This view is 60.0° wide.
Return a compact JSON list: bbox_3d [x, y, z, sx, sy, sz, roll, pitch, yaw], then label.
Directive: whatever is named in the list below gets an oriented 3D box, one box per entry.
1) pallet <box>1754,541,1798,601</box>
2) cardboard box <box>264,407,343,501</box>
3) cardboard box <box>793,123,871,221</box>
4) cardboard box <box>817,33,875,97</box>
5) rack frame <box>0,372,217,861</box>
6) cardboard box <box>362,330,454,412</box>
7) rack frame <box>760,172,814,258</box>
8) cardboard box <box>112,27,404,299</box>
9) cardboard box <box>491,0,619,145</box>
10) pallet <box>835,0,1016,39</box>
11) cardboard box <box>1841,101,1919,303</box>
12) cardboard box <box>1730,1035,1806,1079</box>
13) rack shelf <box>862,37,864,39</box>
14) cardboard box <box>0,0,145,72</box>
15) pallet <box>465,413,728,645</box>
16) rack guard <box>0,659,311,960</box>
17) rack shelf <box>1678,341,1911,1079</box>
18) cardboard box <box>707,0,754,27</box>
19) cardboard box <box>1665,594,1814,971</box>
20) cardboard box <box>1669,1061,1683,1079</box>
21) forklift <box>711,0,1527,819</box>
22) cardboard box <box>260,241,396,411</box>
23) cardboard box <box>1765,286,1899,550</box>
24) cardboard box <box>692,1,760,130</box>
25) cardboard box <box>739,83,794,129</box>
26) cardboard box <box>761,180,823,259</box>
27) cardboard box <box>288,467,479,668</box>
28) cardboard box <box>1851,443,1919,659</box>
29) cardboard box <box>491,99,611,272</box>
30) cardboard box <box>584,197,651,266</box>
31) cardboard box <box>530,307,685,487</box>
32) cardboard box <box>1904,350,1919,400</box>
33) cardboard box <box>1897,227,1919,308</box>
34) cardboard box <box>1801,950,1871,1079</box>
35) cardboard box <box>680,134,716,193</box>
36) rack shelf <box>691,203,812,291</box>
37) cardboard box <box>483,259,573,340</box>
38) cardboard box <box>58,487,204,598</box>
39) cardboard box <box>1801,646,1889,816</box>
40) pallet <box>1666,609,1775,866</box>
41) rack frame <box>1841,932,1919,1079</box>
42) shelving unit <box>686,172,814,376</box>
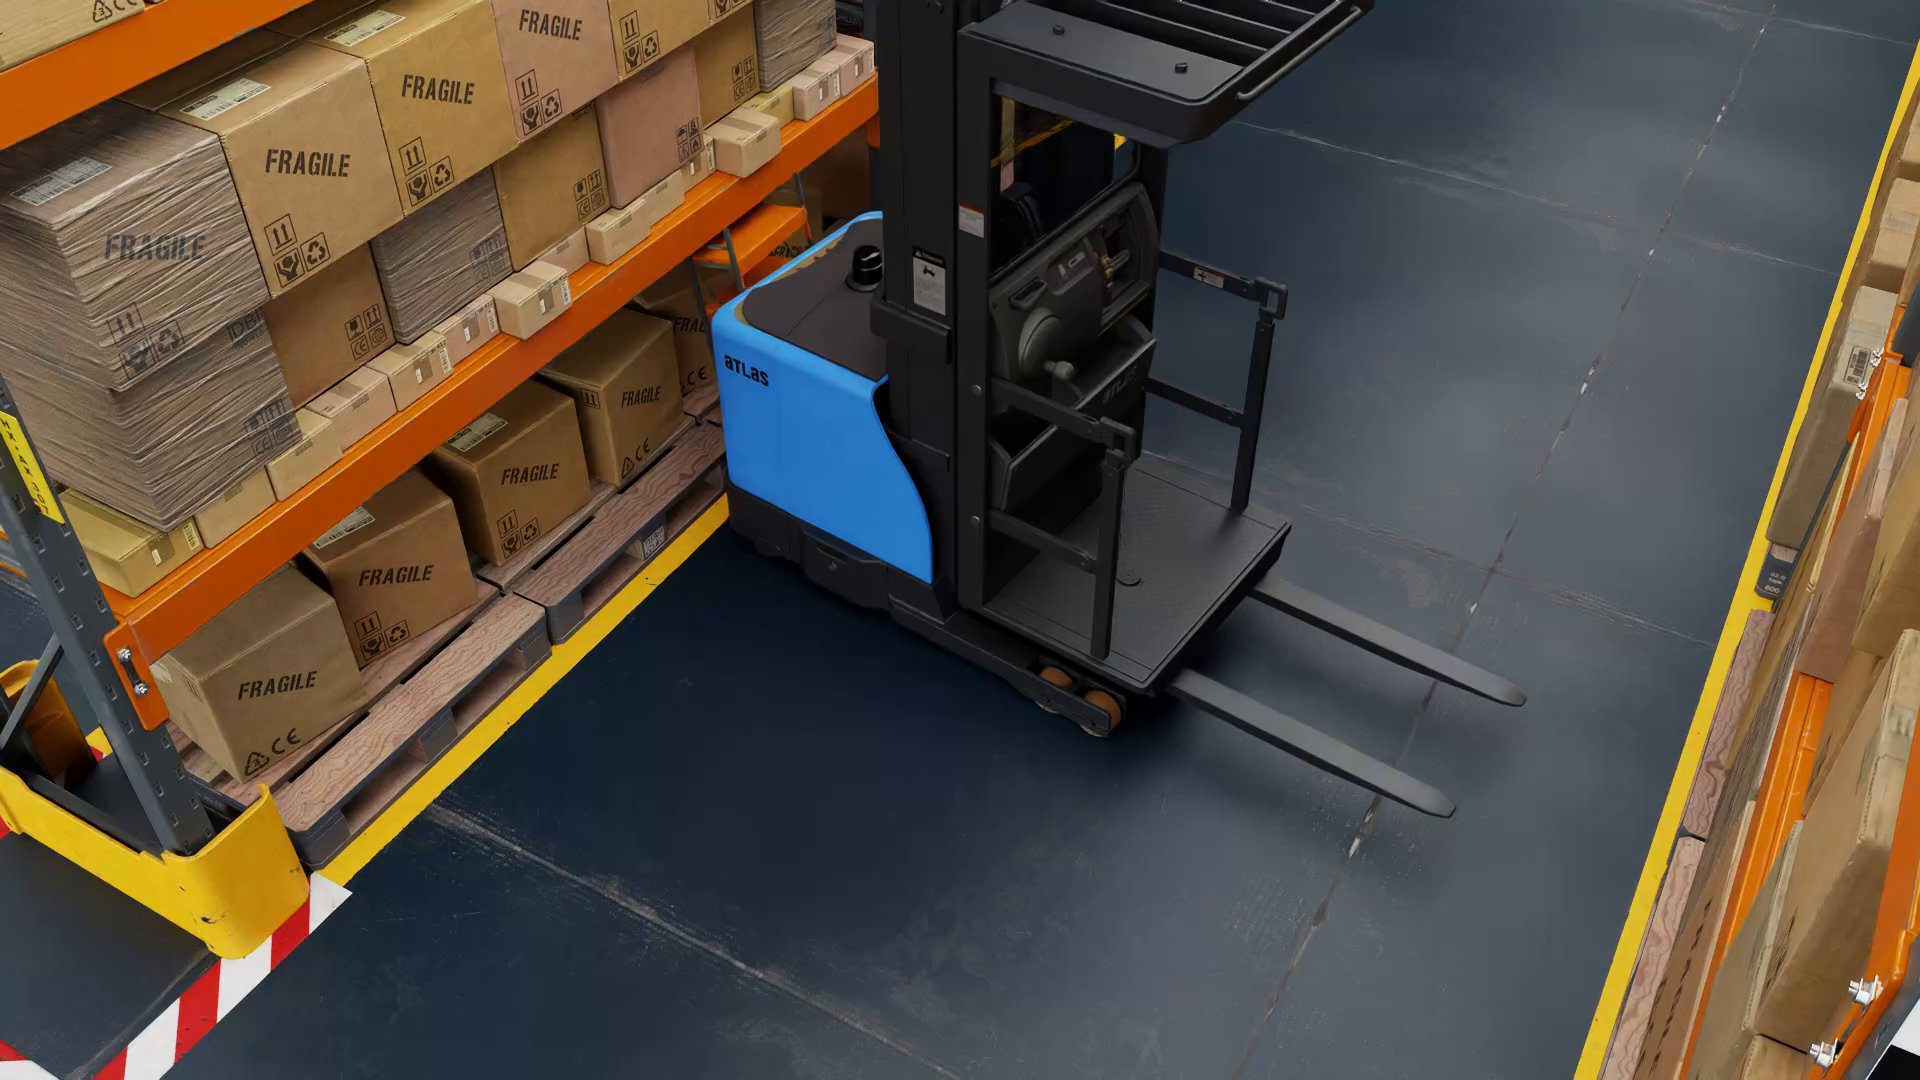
[{"bbox_3d":[3.836,-0.044,6.640,1.003,0.211,1.213,21,45,22],"label":"pallet"},{"bbox_3d":[-2.101,-0.298,5.009,0.380,0.149,0.250,21,45,22],"label":"cardboard box"},{"bbox_3d":[-0.403,-1.893,8.189,0.700,0.500,0.500,18,44,19],"label":"cardboard box"},{"bbox_3d":[-0.582,-2.008,6.950,0.380,0.149,0.250,21,45,22],"label":"cardboard box"},{"bbox_3d":[-2.730,-0.033,4.518,1.000,3.000,0.127,21,45,22],"label":"rack frame"},{"bbox_3d":[-1.863,-0.589,5.339,0.380,0.149,0.250,21,45,22],"label":"cardboard box"},{"bbox_3d":[-0.658,-0.989,6.960,0.240,1.200,0.015,12,41,27],"label":"rack frame"},{"bbox_3d":[-1.963,-1.066,4.634,0.500,0.500,0.500,21,45,22],"label":"cardboard box"},{"bbox_3d":[-1.469,-1.641,5.286,0.500,0.500,0.500,21,45,22],"label":"cardboard box"},{"bbox_3d":[-0.220,-2.639,7.623,1.003,0.211,1.213,21,45,22],"label":"pallet"},{"bbox_3d":[4.700,-1.406,7.462,1.050,0.750,0.750,22,46,23],"label":"cardboard box"},{"bbox_3d":[1.660,1.381,2.798,0.875,0.550,0.550,21,45,22],"label":"cardboard box"},{"bbox_3d":[0.272,-3.197,8.655,1.077,0.370,4.000,21,45,22],"label":"rack shelf"},{"bbox_3d":[-2.265,-1.293,3.792,0.500,0.250,0.500,22,46,23],"label":"cardboard box"},{"bbox_3d":[-1.644,-0.179,6.793,1.003,0.211,1.213,21,45,22],"label":"pallet"},{"bbox_3d":[-2.692,0.861,5.394,1.175,0.500,0.348,21,45,22],"label":"rack guard"},{"bbox_3d":[2.514,0.790,4.127,1.077,0.370,4.000,21,45,22],"label":"rack shelf"},{"bbox_3d":[-0.965,-2.212,5.934,0.500,0.500,0.500,21,45,22],"label":"cardboard box"},{"bbox_3d":[2.692,0.870,4.783,0.875,0.875,0.875,21,46,22],"label":"cardboard box"},{"bbox_3d":[1.796,1.895,3.619,0.875,0.875,0.875,21,46,22],"label":"cardboard box"},{"bbox_3d":[0.561,-0.800,5.440,3.031,2.935,1.130,26,47,26],"label":"forklift"},{"bbox_3d":[-2.285,-0.814,5.104,0.875,0.500,0.500,21,45,22],"label":"cardboard box"},{"bbox_3d":[3.748,-0.322,6.231,1.050,0.750,0.750,21,45,22],"label":"cardboard box"},{"bbox_3d":[-1.288,-1.960,6.405,0.875,0.500,0.500,21,45,22],"label":"cardboard box"},{"bbox_3d":[-0.892,-1.745,6.652,0.380,0.149,0.250,21,45,22],"label":"cardboard box"},{"bbox_3d":[-0.963,-1.326,7.560,0.500,0.500,0.500,20,45,21],"label":"cardboard box"},{"bbox_3d":[-2.134,0.042,6.006,0.500,0.500,0.500,-33,51,-32],"label":"cardboard box"},{"bbox_3d":[2.478,0.037,3.508,0.875,0.550,0.500,21,45,22],"label":"cardboard box"},{"bbox_3d":[-1.737,-1.368,5.733,0.875,0.500,0.500,21,45,22],"label":"cardboard box"},{"bbox_3d":[-1.345,-1.154,5.981,0.380,0.149,0.250,21,45,22],"label":"cardboard box"},{"bbox_3d":[-1.486,-0.615,6.752,0.500,0.500,0.500,17,44,18],"label":"cardboard box"},{"bbox_3d":[3.341,-0.465,4.895,0.875,0.550,0.550,21,45,22],"label":"cardboard box"},{"bbox_3d":[3.545,-1.049,5.595,0.500,0.500,0.500,21,45,22],"label":"cardboard box"},{"bbox_3d":[1.733,1.004,2.410,0.875,0.550,0.550,21,45,22],"label":"cardboard box"},{"bbox_3d":[-1.160,-1.465,6.334,0.380,0.149,0.250,21,45,22],"label":"cardboard box"},{"bbox_3d":[-0.829,-1.162,6.567,0.258,0.148,0.480,12,41,27],"label":"rack shelf"},{"bbox_3d":[-1.547,-0.850,5.635,0.380,0.149,0.250,21,45,22],"label":"cardboard box"},{"bbox_3d":[-2.381,-0.023,4.697,0.380,0.149,0.250,21,45,22],"label":"cardboard box"},{"bbox_3d":[2.535,0.463,3.841,0.875,0.550,0.500,21,45,22],"label":"cardboard box"},{"bbox_3d":[3.067,0.832,5.646,1.003,0.211,1.213,21,45,22],"label":"pallet"},{"bbox_3d":[1.511,1.664,2.591,0.949,2.616,0.053,21,45,22],"label":"rack frame"},{"bbox_3d":[-0.773,-0.848,6.797,0.258,1.200,0.503,12,41,27],"label":"shelving unit"}]
